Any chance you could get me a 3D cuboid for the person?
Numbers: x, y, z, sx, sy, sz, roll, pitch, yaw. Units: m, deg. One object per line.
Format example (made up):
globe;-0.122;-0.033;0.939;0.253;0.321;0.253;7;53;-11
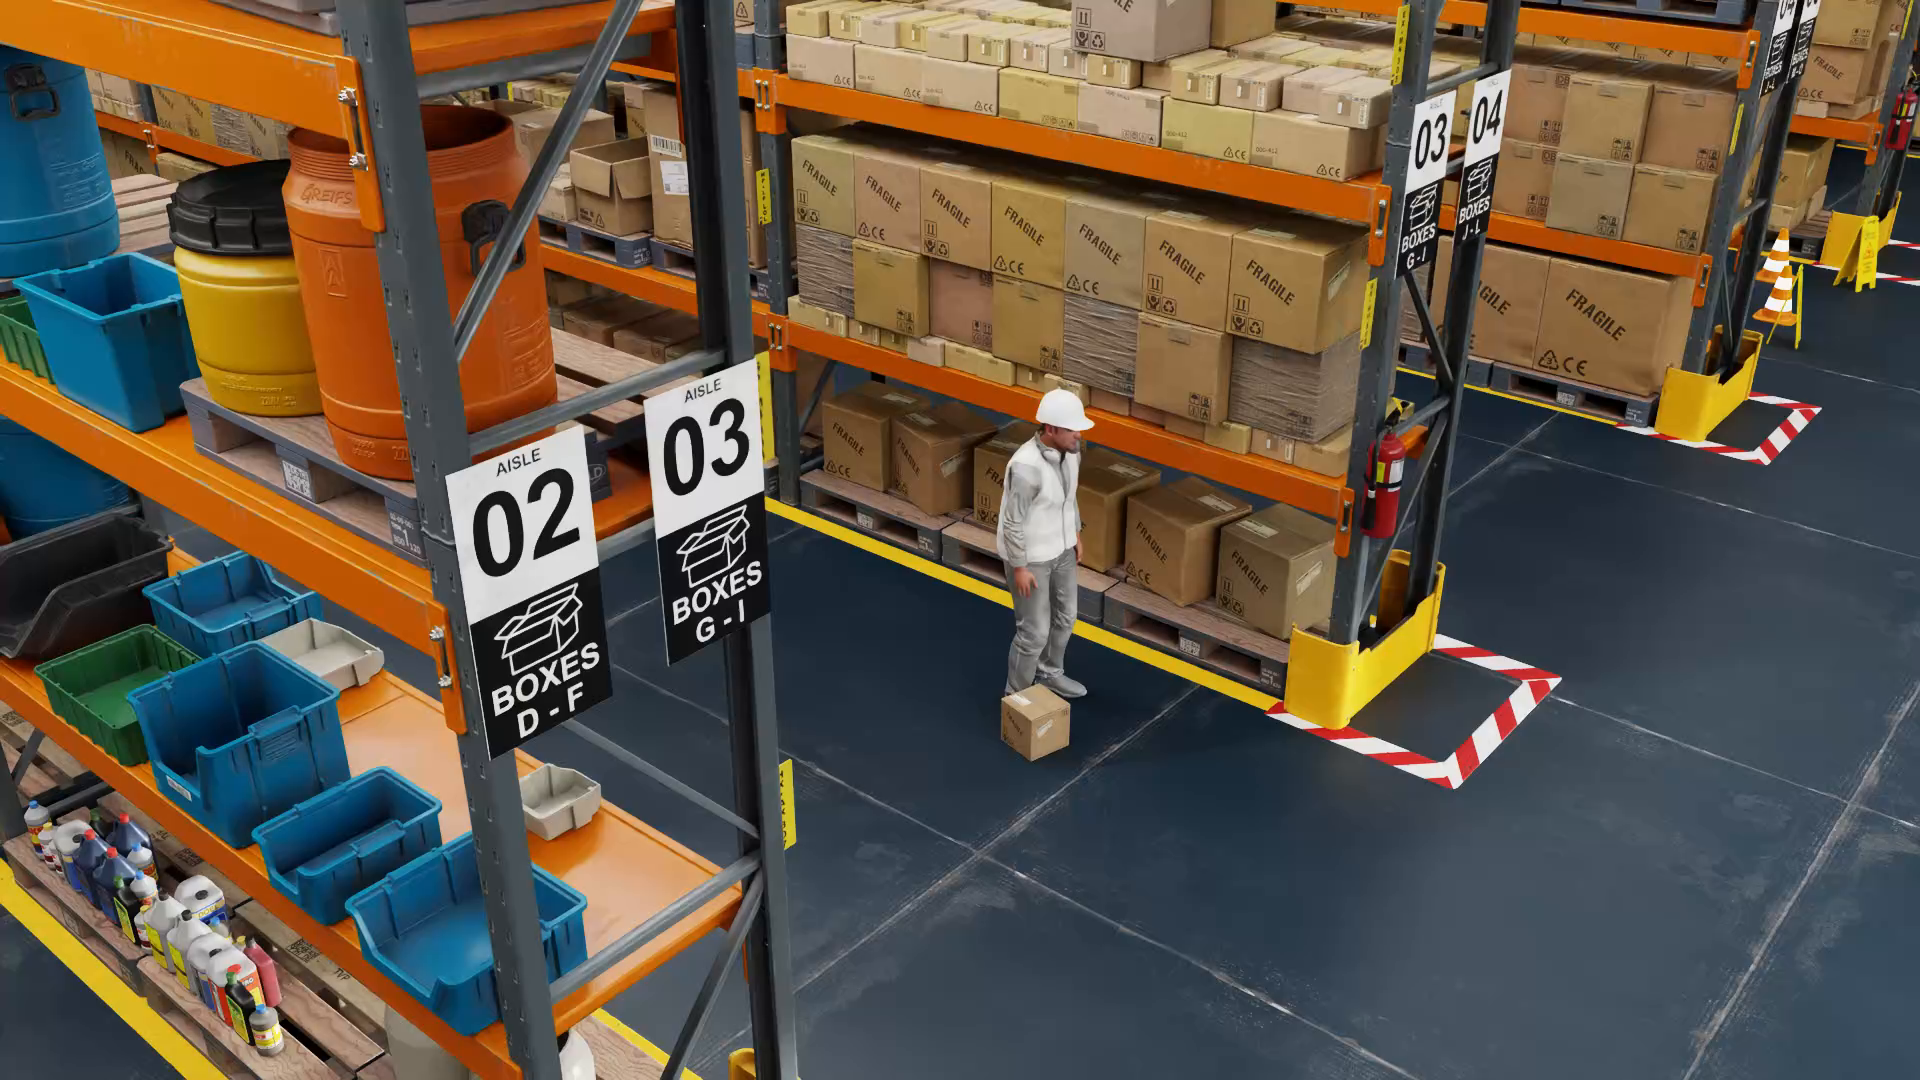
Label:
person;0.432;0.059;8.475;0.462;1.771;0.579;19;33;32
